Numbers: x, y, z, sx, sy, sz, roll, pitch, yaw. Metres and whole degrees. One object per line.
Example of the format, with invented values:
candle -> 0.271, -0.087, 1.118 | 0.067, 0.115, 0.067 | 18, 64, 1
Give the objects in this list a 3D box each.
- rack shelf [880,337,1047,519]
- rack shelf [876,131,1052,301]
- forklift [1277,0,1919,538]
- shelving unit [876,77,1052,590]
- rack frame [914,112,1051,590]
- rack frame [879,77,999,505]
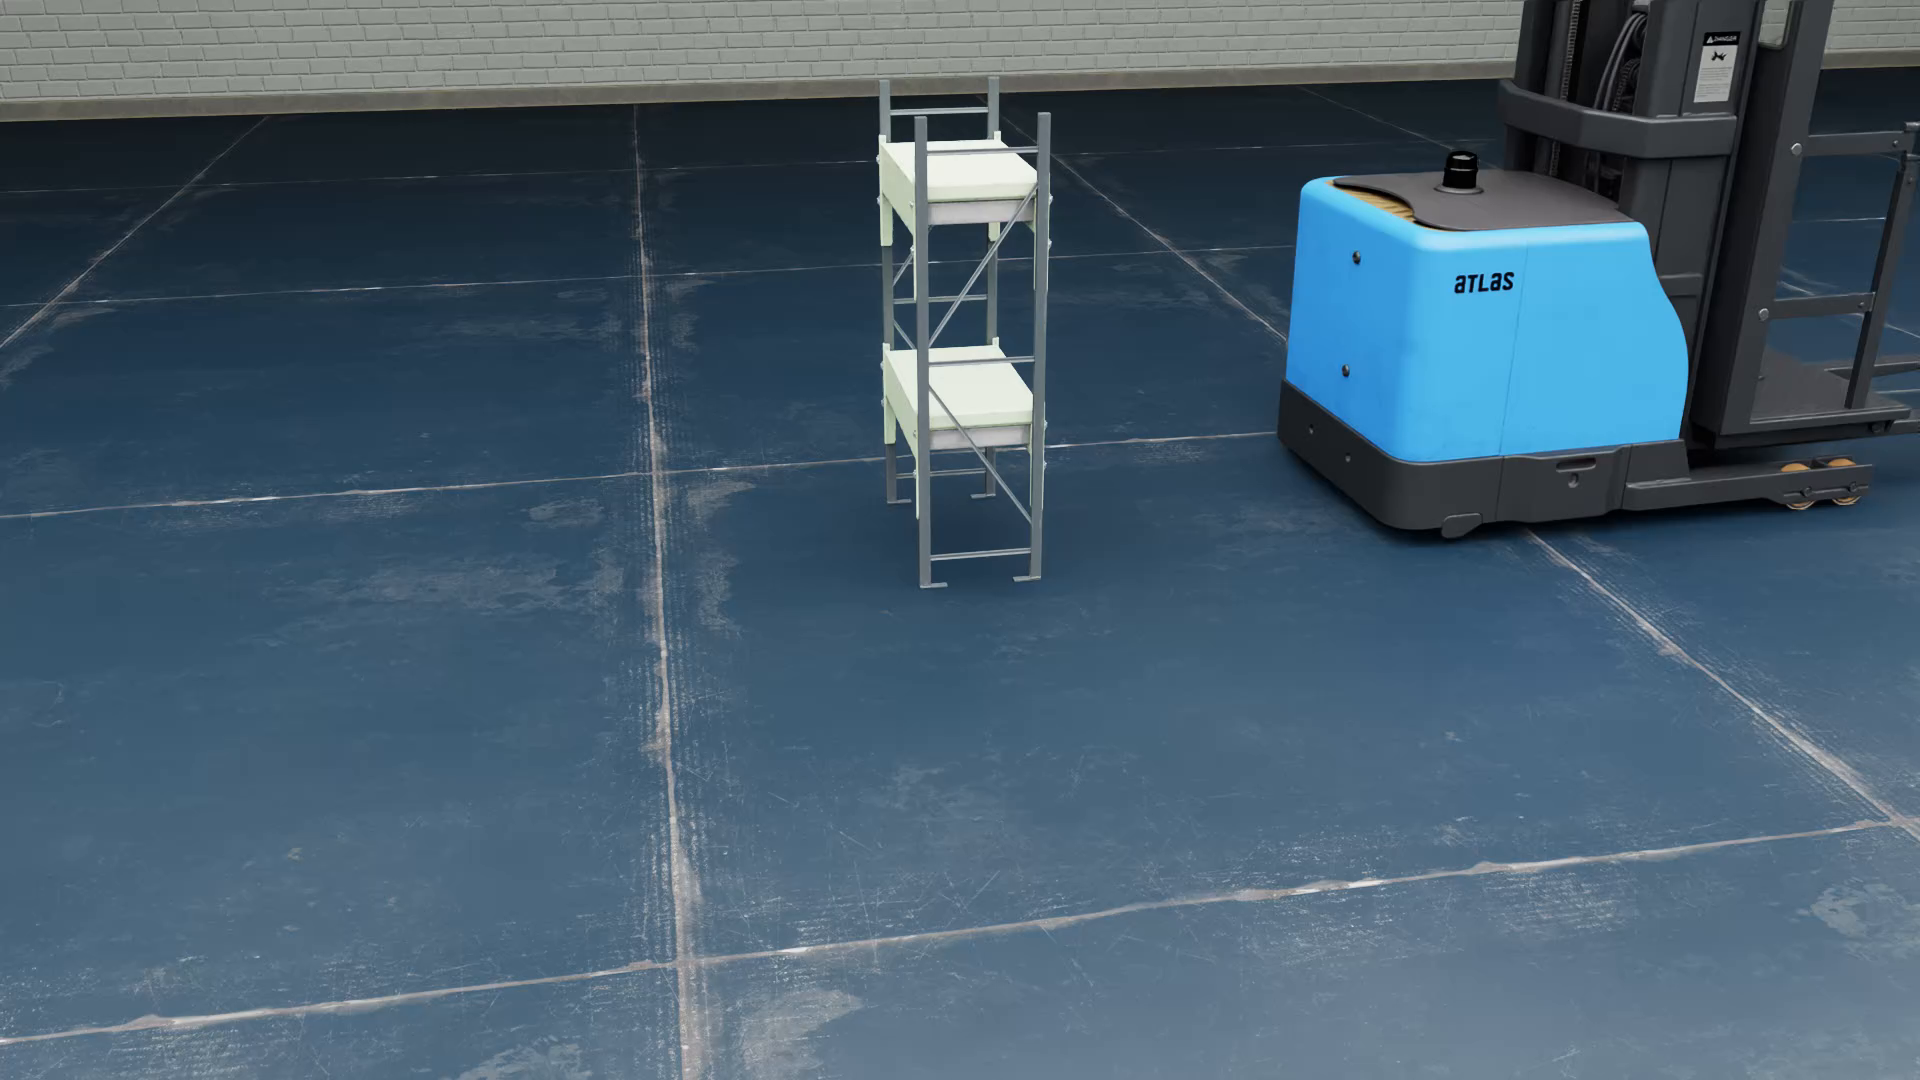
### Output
rack shelf -> -0.001, -0.391, 5.586 | 0.431, 0.370, 0.720 | -4, 24, -10
rack shelf -> -0.001, -1.048, 5.300 | 0.431, 0.370, 0.720 | -4, 24, -10
forklift -> 2.812, -1.649, 5.865 | 3.031, 2.935, 1.130 | -6, 24, -13
shelving unit -> -0.001, -0.690, 5.456 | 0.431, 1.500, 0.755 | -4, 24, -10
rack frame -> 0.066, -0.546, 5.126 | 0.400, 1.500, 0.023 | -4, 24, -10
rack frame -> -0.069, -0.834, 5.785 | 0.400, 1.500, 0.023 | -4, 24, -10
